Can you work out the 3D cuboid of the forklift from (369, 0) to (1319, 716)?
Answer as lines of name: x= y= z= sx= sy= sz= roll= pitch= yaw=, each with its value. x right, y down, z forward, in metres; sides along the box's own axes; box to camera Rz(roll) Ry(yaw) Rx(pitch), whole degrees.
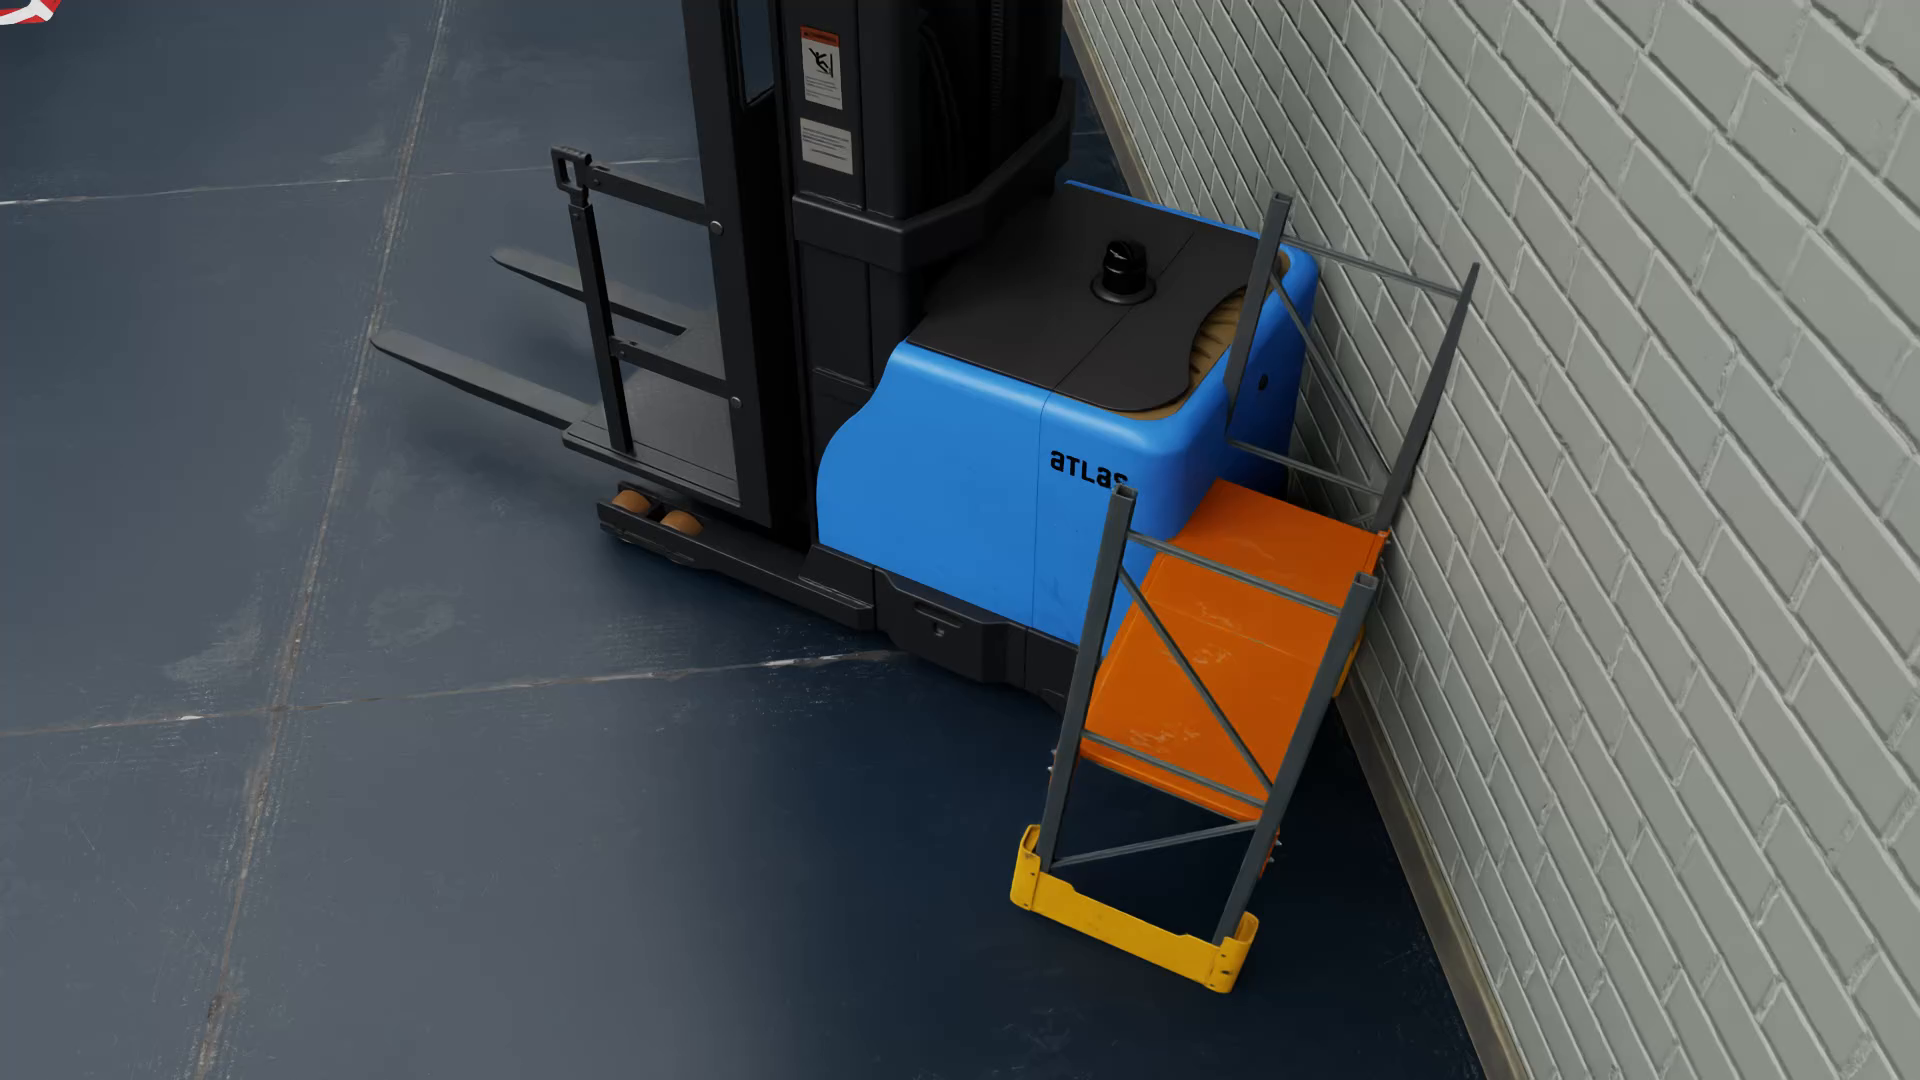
forklift: x=-0.542 y=-1.297 z=4.500 sx=3.031 sy=2.935 sz=1.130 roll=21 pitch=46 yaw=22

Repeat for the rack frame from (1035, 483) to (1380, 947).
rack frame: x=0.452 y=0.490 z=3.547 sx=0.500 sy=1.500 sz=0.032 roll=21 pitch=50 yaw=13

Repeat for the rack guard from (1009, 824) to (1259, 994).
rack guard: x=0.412 y=0.893 z=4.024 sx=0.587 sy=0.250 sz=0.087 roll=21 pitch=50 yaw=13

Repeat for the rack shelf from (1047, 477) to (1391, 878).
rack shelf: x=0.644 y=0.274 z=4.002 sx=0.538 sy=0.185 sz=1.000 roll=21 pitch=50 yaw=13

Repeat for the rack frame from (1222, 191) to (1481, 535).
rack frame: x=0.864 y=-0.181 z=4.191 sx=0.500 sy=1.500 sz=0.032 roll=21 pitch=50 yaw=13

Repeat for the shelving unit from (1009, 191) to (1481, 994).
shelving unit: x=0.662 y=0.149 z=3.875 sx=0.587 sy=1.500 sz=1.083 roll=21 pitch=50 yaw=13

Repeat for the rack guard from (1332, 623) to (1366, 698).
rack guard: x=0.815 y=0.236 z=4.654 sx=0.587 sy=0.250 sz=0.087 roll=21 pitch=50 yaw=13
